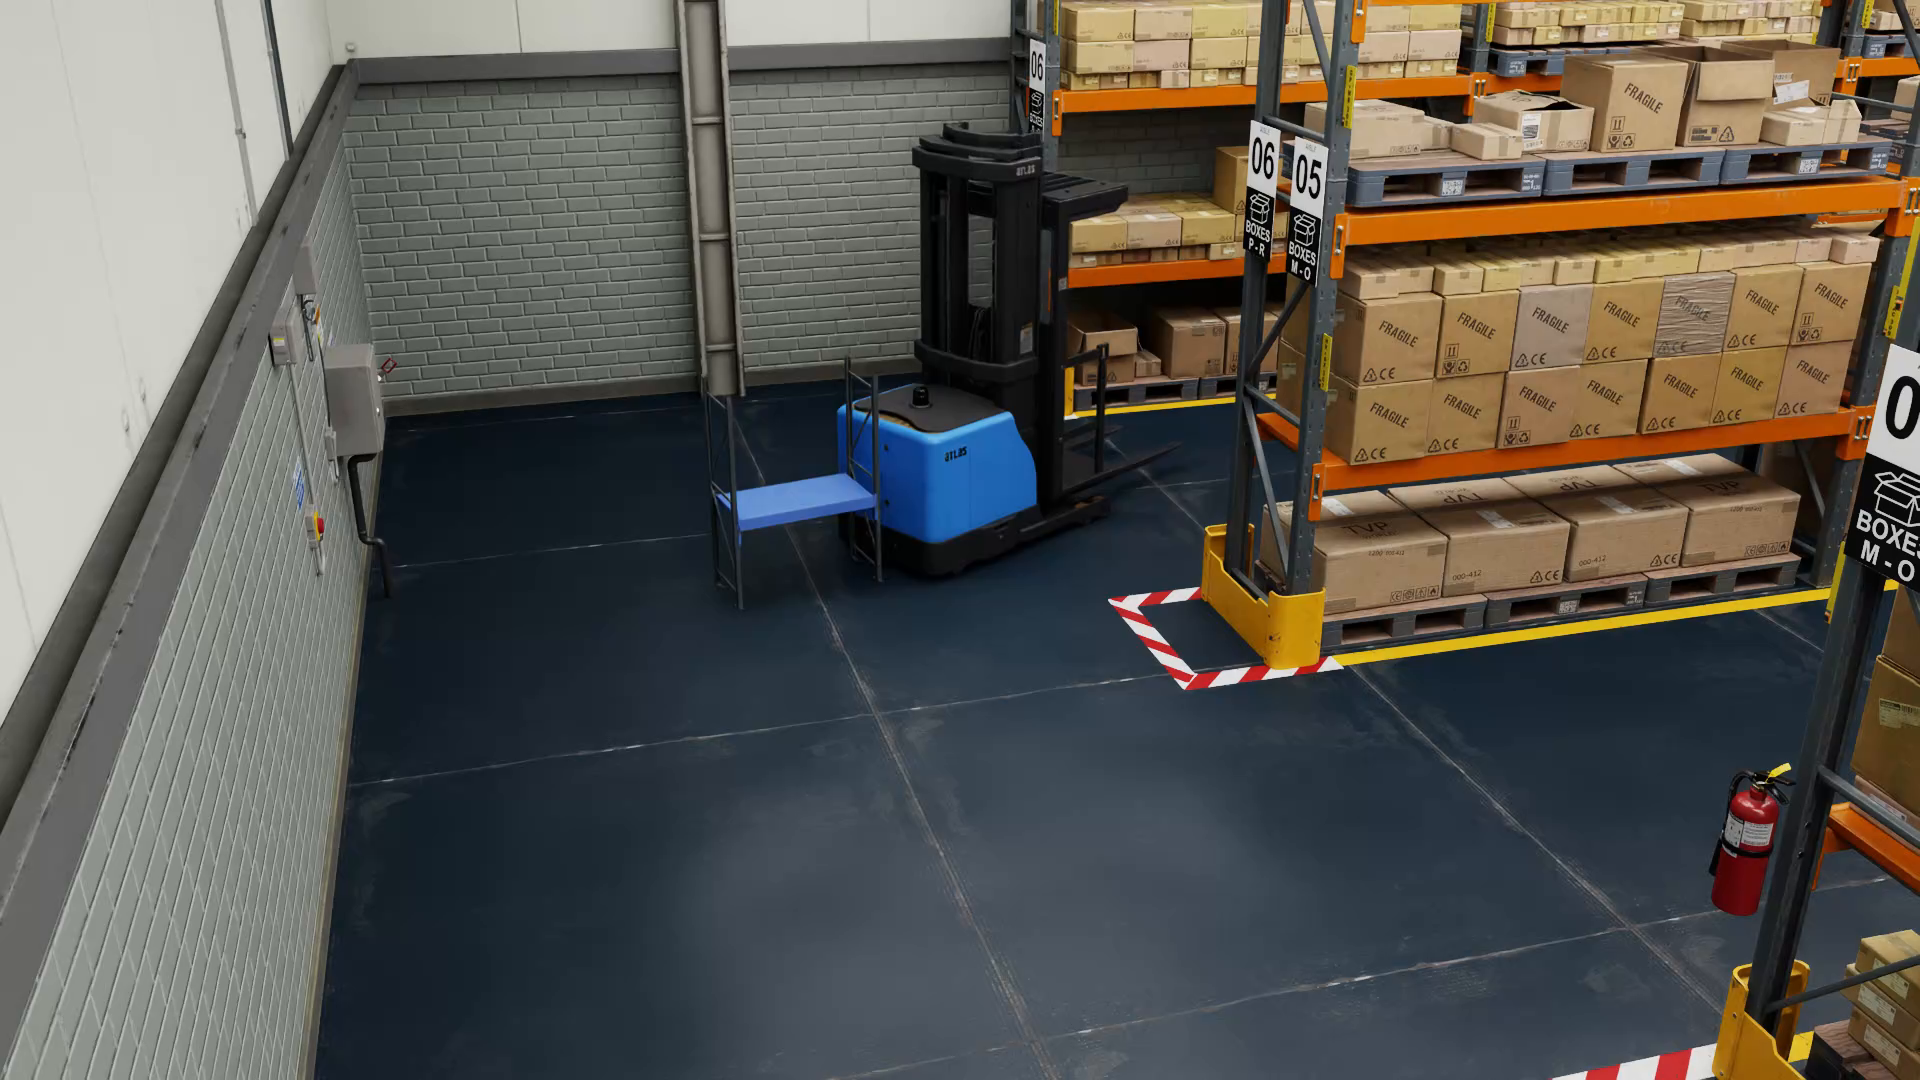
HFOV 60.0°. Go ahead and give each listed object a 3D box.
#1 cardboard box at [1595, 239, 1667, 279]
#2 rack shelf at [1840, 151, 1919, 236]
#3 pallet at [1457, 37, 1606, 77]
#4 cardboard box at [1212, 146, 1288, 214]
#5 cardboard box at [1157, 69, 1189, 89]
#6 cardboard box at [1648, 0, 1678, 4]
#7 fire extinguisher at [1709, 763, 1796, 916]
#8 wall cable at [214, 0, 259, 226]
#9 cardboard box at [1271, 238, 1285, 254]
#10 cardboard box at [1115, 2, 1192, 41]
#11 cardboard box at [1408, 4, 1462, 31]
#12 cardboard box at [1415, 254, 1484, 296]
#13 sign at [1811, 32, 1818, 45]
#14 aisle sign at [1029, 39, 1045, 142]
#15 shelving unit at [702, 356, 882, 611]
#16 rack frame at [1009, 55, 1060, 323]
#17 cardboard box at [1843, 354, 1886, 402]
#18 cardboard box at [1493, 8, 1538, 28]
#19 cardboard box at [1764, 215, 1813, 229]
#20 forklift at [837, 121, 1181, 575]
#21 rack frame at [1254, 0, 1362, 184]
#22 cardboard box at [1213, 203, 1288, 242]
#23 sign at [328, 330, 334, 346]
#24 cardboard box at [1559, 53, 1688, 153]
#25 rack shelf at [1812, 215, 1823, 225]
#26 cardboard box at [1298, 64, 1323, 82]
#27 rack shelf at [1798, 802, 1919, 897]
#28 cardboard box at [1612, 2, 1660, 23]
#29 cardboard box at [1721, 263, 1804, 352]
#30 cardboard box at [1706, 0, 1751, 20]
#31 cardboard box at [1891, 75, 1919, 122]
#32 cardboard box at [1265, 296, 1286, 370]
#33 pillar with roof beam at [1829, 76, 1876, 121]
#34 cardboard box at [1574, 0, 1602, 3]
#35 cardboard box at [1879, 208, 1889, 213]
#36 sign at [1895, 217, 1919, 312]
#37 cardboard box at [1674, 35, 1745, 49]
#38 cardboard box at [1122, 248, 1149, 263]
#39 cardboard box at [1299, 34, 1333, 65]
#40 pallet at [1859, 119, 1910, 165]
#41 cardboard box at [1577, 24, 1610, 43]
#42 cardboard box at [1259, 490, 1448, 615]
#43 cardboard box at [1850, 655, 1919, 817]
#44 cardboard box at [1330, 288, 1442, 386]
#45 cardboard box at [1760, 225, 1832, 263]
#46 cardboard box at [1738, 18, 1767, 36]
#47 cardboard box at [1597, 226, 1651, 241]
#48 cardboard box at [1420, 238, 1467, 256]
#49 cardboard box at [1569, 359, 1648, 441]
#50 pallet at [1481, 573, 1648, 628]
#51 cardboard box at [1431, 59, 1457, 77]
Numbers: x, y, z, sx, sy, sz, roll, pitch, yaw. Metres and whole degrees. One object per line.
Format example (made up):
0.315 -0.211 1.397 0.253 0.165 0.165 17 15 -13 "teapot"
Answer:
4.135 -1.738 10.278 0.250 0.149 0.380 -6 24 -14 "cardboard box"
7.752 -2.493 11.363 4.000 0.370 1.077 -6 24 -14 "rack shelf"
5.129 -4.451 15.253 1.003 0.211 1.213 -6 24 -14 "pallet"
2.584 -3.208 14.785 0.500 0.500 0.500 -6 24 -13 "cardboard box"
1.765 -3.945 14.154 0.250 0.149 0.380 -6 24 -13 "cardboard box"
6.700 -5.079 15.787 0.250 0.149 0.380 -6 24 -15 "cardboard box"
3.042 1.121 6.403 0.183 0.674 0.296 -6 24 -14 "fire extinguisher"
-3.426 -2.850 7.479 0.029 3.000 0.463 -6 24 -14 "wall cable"
2.752 -2.713 15.087 0.250 0.149 0.380 -6 24 -14 "cardboard box"
1.620 -4.365 13.993 0.500 0.250 0.500 -6 24 -15 "cardboard box"
4.061 -4.647 14.650 0.500 0.250 0.500 -6 24 -14 "cardboard box"
2.906 -1.581 9.913 0.250 0.149 0.380 -6 24 -13 "cardboard box"
5.670 -3.197 11.039 0.005 0.325 0.100 -6 24 -14 "sign"
0.644 -3.766 13.925 0.004 0.787 0.394 -6 24 -14 "aisle sign"
-1.123 -0.394 11.265 1.048 1.500 0.538 -11 26 -24 "shelving unit"
0.630 -2.690 14.715 0.127 3.000 1.000 -6 24 -14 "rack frame"
6.321 -1.109 11.222 0.500 0.250 0.500 -7 24 -16 "cardboard box"
4.888 -4.620 14.690 0.250 0.149 0.380 -6 24 -13 "cardboard box"
5.452 -2.100 11.123 0.250 0.149 0.380 -7 24 -15 "cardboard box"
0.506 -1.589 12.236 1.130 2.935 3.031 21 31 40 "forklift"
1.975 -3.563 9.141 0.127 3.000 1.000 -6 24 -14 "rack frame"
2.599 -2.875 14.960 0.500 0.250 0.500 -7 24 -16 "cardboard box"
-4.208 -1.131 11.202 0.001 0.494 0.329 -6 24 -14 "sign"
3.956 -2.627 9.978 0.500 0.500 0.500 -6 24 -13 "cardboard box"
6.407 -2.998 16.346 4.000 0.370 1.077 -6 24 -14 "rack shelf"
2.974 -4.107 14.533 0.250 0.149 0.380 -6 24 -14 "cardboard box"
5.335 1.180 6.607 4.000 0.370 1.077 -6 24 -14 "rack shelf"
6.110 -4.783 15.071 0.250 0.149 0.380 -6 24 -14 "cardboard box"
4.956 -1.531 10.619 0.500 0.500 0.500 -7 24 -15 "cardboard box"
7.075 -4.912 15.397 0.250 0.149 0.380 -7 24 -16 "cardboard box"
6.618 -2.936 11.064 0.500 0.311 0.500 -6 24 -14 "cardboard box"
3.078 -1.950 15.628 0.500 0.500 0.700 -7 24 -16 "cardboard box"
10.508 -5.145 12.830 0.400 9.000 9.100 -6 24 -14 "pillar with roof beam"
5.732 -4.939 15.434 0.250 0.149 0.380 -7 24 -16 "cardboard box"
9.312 -3.479 16.744 0.500 0.250 0.500 -7 24 -16 "cardboard box"
3.279 -0.935 5.699 0.005 0.325 0.100 -6 24 -14 "sign"
6.939 -4.597 15.547 0.500 0.250 0.500 -6 24 -14 "cardboard box"
1.497 -2.591 14.803 0.250 0.149 0.380 -7 24 -15 "cardboard box"
3.091 -4.306 14.490 0.500 0.250 0.500 -6 24 -13 "cardboard box"
6.695 -2.639 11.034 1.217 0.209 0.805 -7 24 -16 "pallet"
5.619 -4.572 14.956 0.250 0.149 0.380 -6 24 -14 "cardboard box"
2.583 0.071 10.998 0.875 0.438 0.875 -7 24 -16 "cardboard box"
3.772 0.735 6.230 0.500 0.500 0.500 -6 24 -13 "cardboard box"
2.514 -1.254 9.974 0.500 0.500 0.500 -7 24 -16 "cardboard box"
5.332 -1.895 10.644 0.250 0.149 0.380 -6 24 -13 "cardboard box"
7.314 -4.824 15.569 0.250 0.149 0.380 -6 24 -14 "cardboard box"
4.236 -1.945 10.762 0.250 0.149 0.380 -6 24 -15 "cardboard box"
2.984 -1.830 10.494 0.250 0.149 0.380 -6 24 -13 "cardboard box"
3.966 -0.965 10.569 0.500 0.500 0.500 -6 24 -13 "cardboard box"
3.896 0.232 11.441 1.213 0.211 1.003 -6 24 -14 "pallet"
4.215 -4.228 14.815 0.250 0.149 0.380 -6 24 -15 "cardboard box"
